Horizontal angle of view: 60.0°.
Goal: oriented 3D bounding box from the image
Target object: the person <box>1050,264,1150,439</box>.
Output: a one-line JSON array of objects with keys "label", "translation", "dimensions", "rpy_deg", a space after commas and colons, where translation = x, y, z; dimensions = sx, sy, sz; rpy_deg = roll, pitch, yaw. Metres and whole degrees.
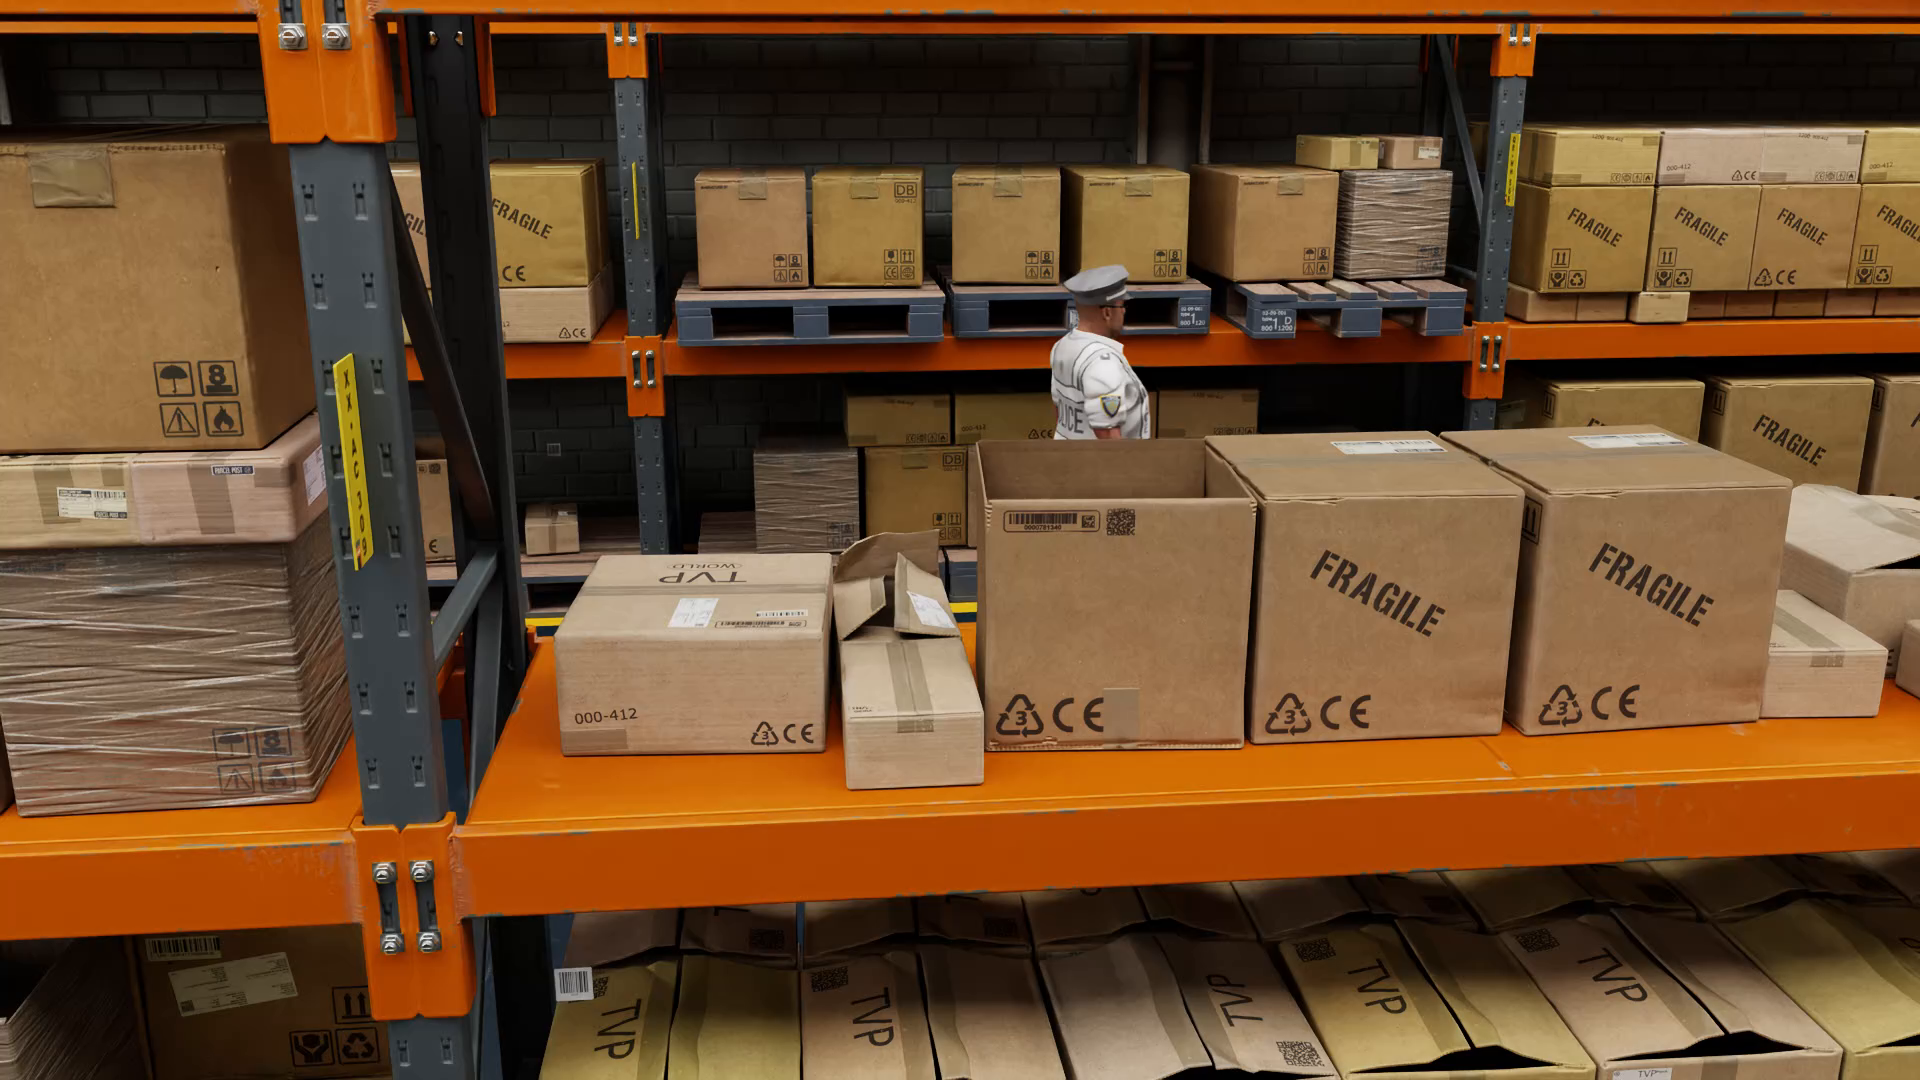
[{"label": "person", "translation": [0.586, -0.199, 6.650], "dimensions": [0.455, 1.796, 0.551], "rpy_deg": [-3, 17, -10]}]
